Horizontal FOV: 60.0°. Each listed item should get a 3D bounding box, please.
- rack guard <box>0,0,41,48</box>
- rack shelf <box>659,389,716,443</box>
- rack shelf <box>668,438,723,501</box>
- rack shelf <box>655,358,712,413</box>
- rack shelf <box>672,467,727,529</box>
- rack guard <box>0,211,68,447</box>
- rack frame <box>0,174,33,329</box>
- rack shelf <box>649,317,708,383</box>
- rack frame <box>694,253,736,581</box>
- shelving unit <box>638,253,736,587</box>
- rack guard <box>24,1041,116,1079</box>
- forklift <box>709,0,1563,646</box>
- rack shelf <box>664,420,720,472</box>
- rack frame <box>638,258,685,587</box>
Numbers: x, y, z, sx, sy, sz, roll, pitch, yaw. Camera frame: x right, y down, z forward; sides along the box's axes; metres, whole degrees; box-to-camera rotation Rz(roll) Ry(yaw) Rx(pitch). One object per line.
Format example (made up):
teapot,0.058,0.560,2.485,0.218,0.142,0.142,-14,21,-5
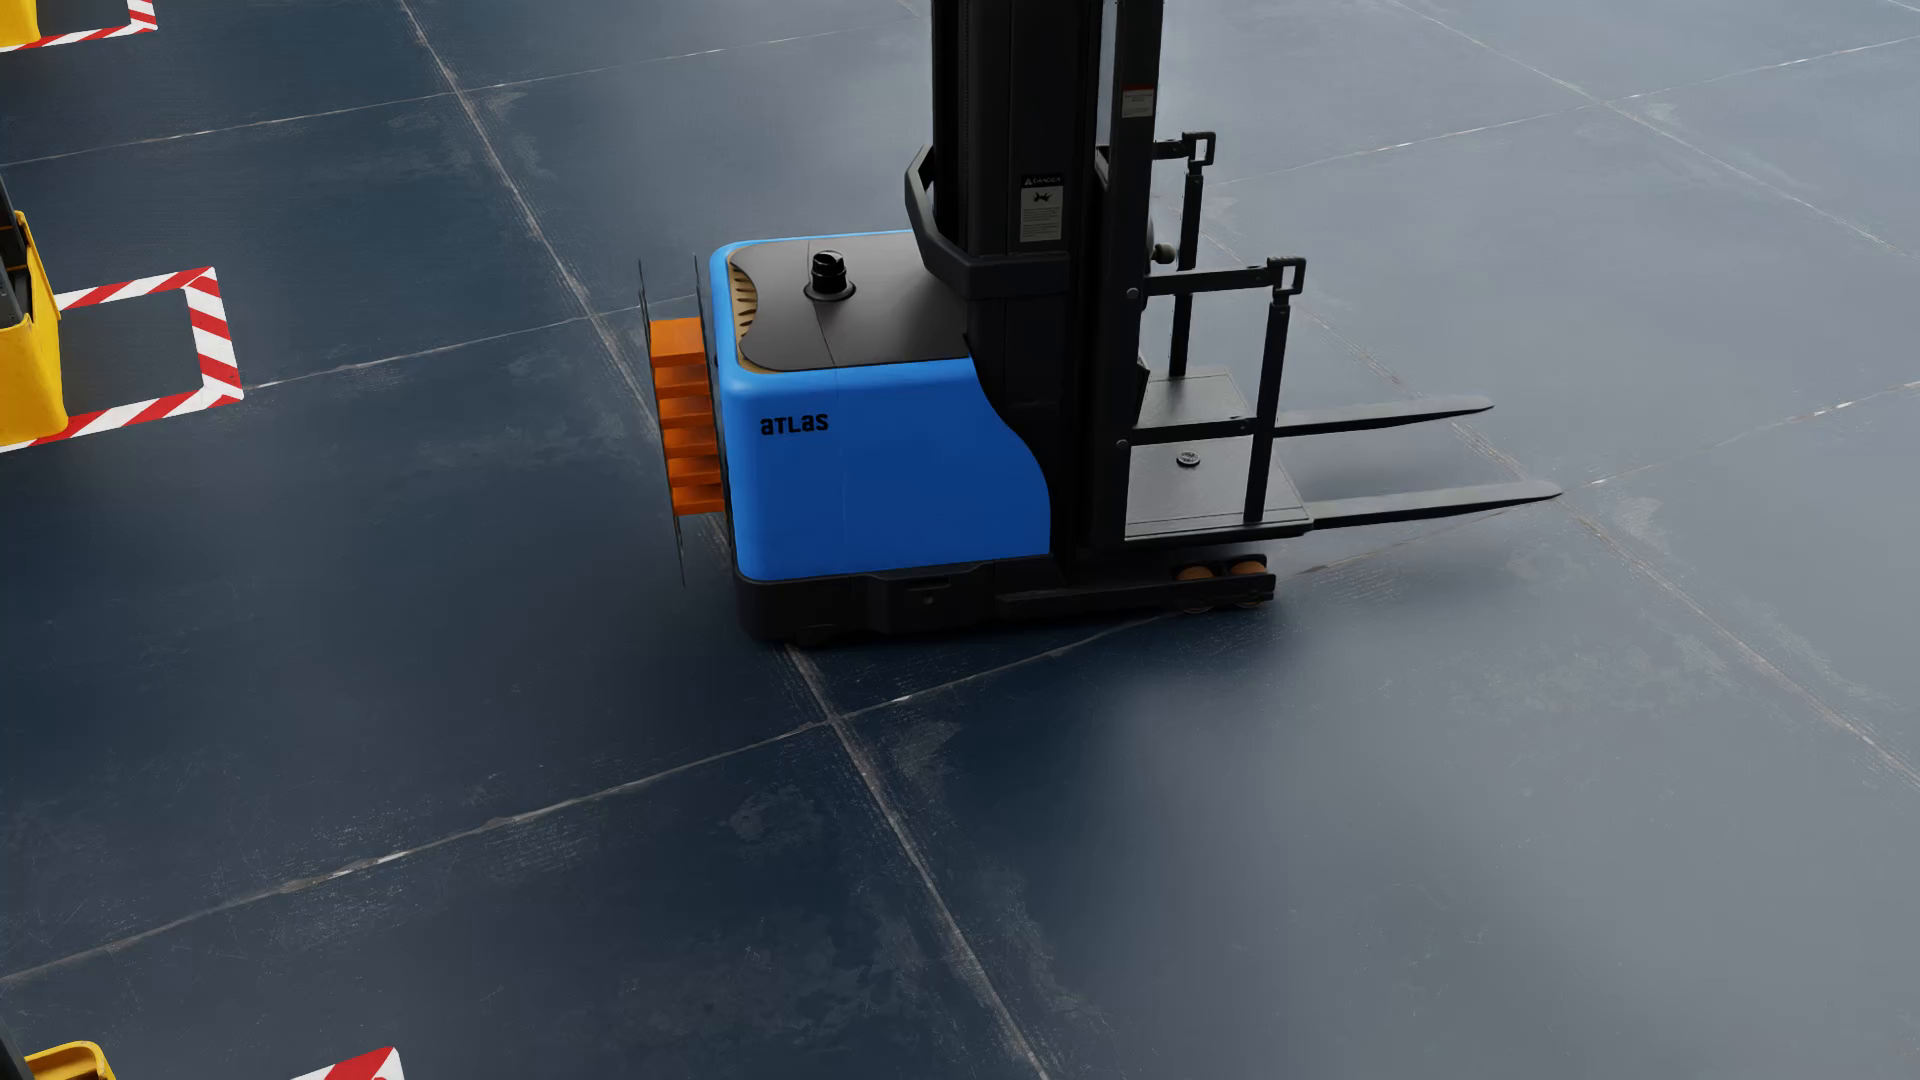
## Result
rack guard,-6.200,-3.612,10.701,0.348,0.500,1.175,-16,39,-20
rack shelf,-0.941,-0.452,5.722,0.180,0.103,0.258,-7,37,-7
rack shelf,-0.936,-0.260,5.866,0.180,0.103,0.258,-7,37,-7
rack shelf,-0.943,-0.548,5.650,0.180,0.103,0.258,-7,37,-7
rack shelf,-0.934,-0.164,5.937,0.180,0.103,0.258,-7,37,-7
rack guard,-4.076,-0.916,7.065,0.348,0.500,1.175,-16,39,-20
rack frame,-4.027,-1.965,6.381,0.127,3.000,1.000,-16,39,-20
rack shelf,-0.945,-0.644,5.579,0.180,0.103,0.258,-7,37,-7
rack frame,-0.849,-0.402,5.778,0.006,1.200,0.240,-7,37,-7
shelving unit,-0.939,-0.391,5.767,0.189,1.200,0.258,-7,37,-7
rack guard,-1.904,1.706,3.531,0.348,0.500,1.175,-16,39,-20
forklift,0.670,-1.223,5.439,3.031,2.935,1.130,-6,37,-7
rack shelf,-0.938,-0.356,5.794,0.180,0.103,0.258,-7,37,-7
rack frame,-1.029,-0.381,5.756,0.006,1.200,0.240,-7,37,-7
